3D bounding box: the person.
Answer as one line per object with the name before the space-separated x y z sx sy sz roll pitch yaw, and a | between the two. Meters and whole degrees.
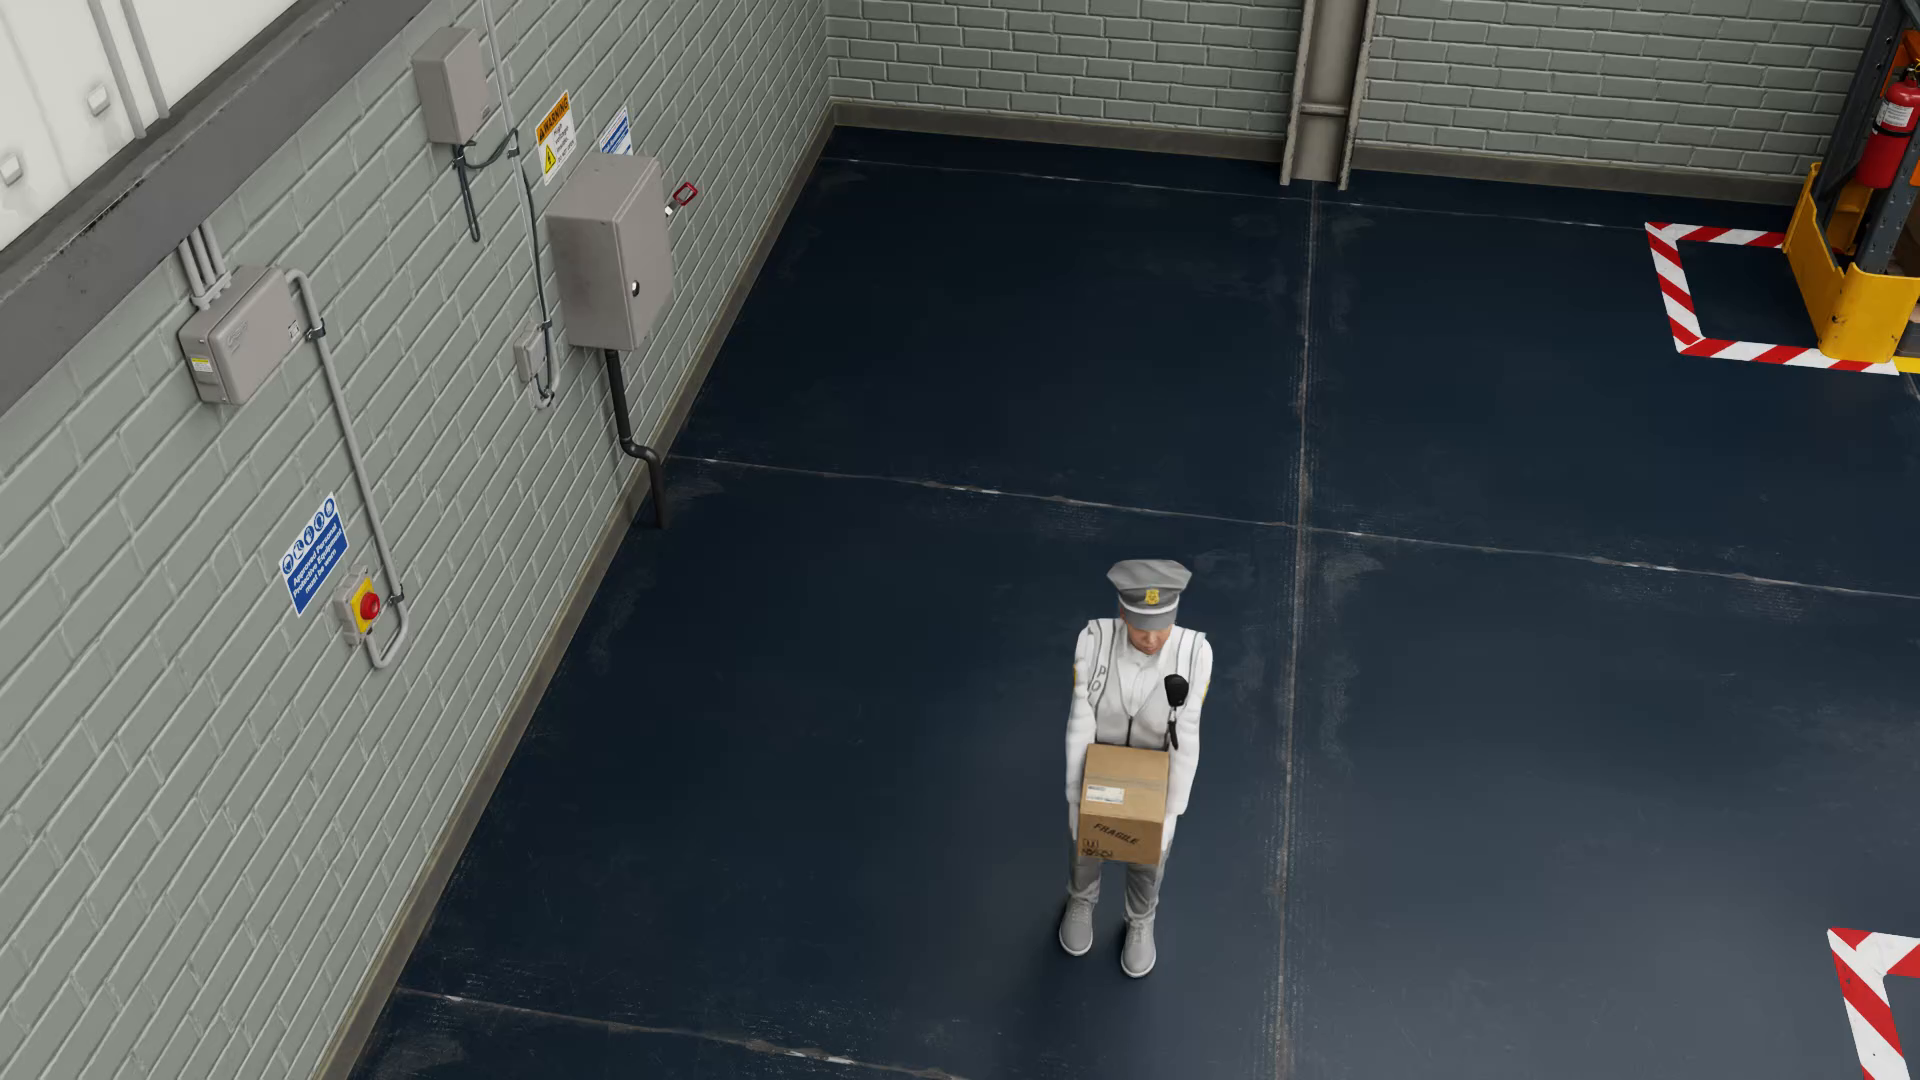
person | 0.536 0.782 5.265 0.416 1.655 0.522 6 41 7
